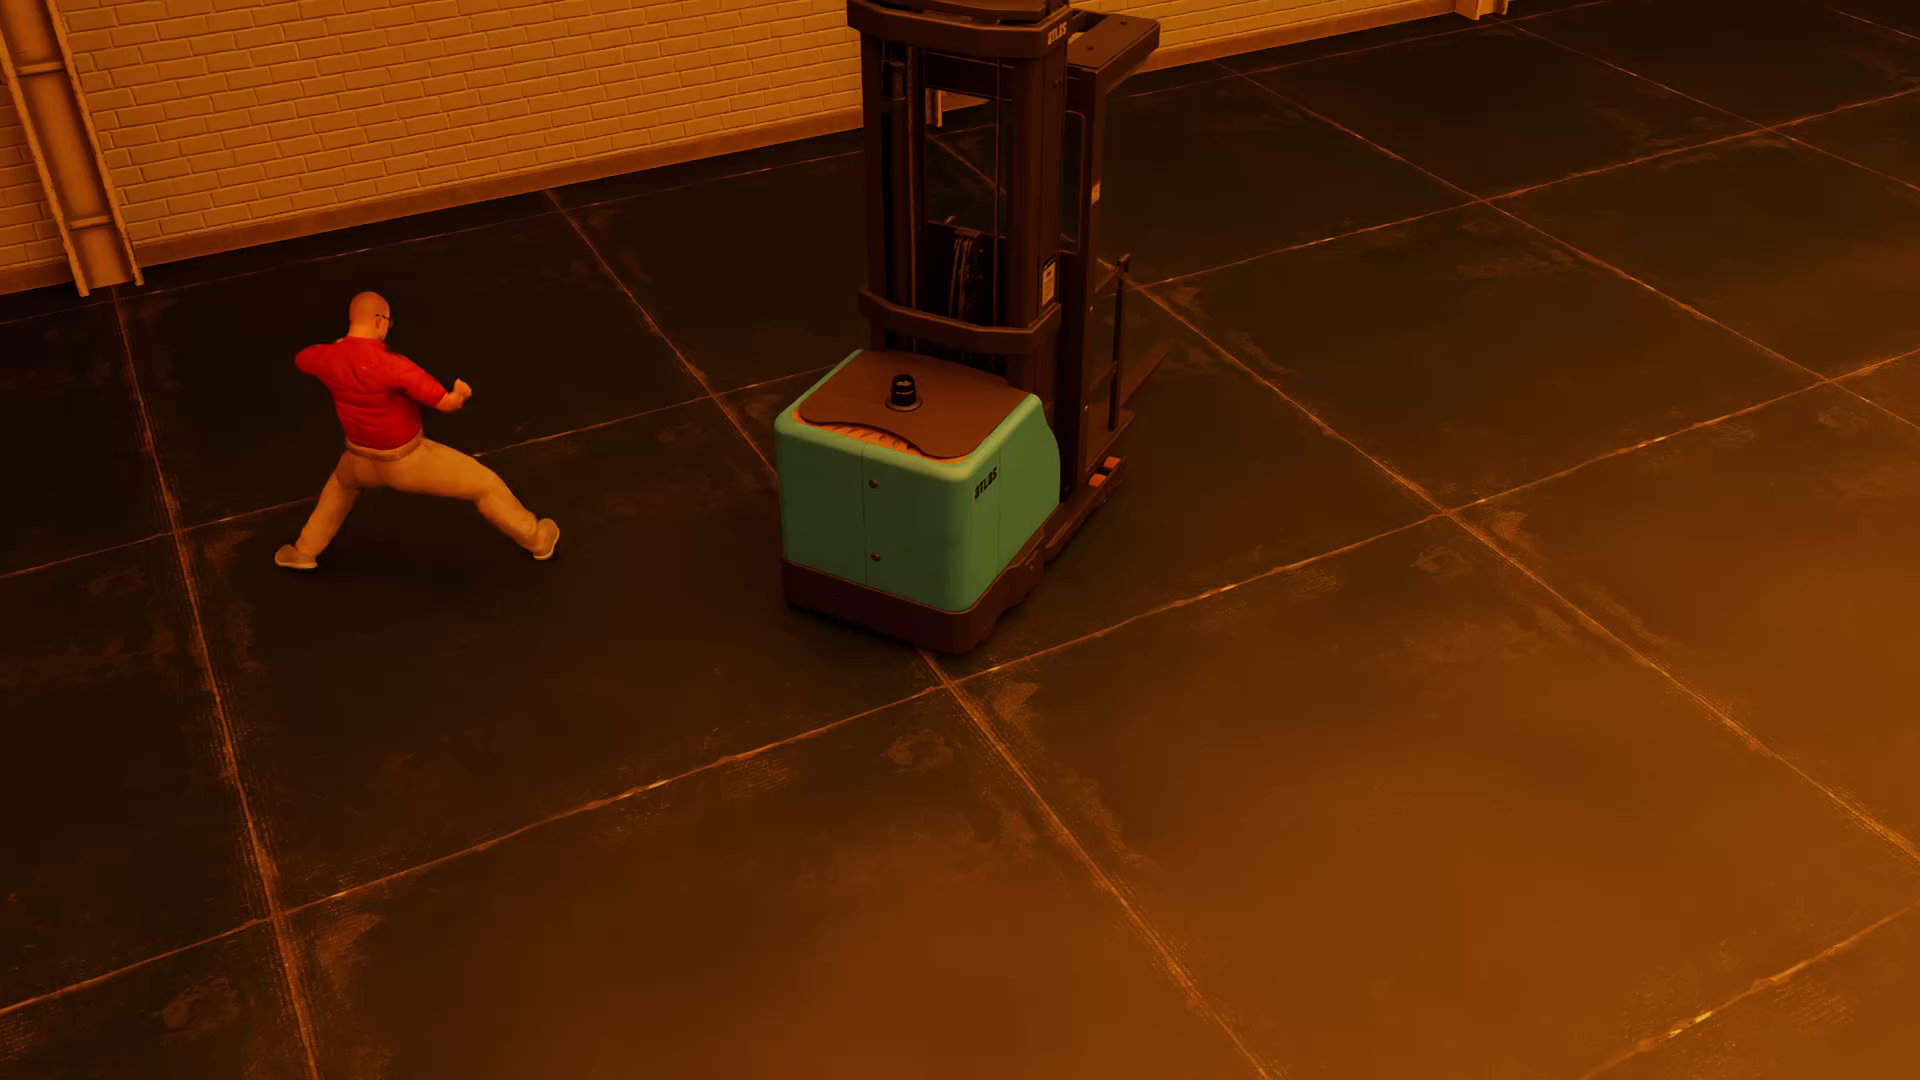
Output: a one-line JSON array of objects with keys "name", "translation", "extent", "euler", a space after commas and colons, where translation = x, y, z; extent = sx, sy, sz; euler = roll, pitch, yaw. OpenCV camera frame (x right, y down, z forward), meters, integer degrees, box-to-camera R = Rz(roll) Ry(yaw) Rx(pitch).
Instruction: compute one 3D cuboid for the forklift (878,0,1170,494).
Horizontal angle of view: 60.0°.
[{"name": "forklift", "translation": [0.287, -1.509, 8.313], "extent": [1.101, 2.867, 2.884], "euler": [17, 39, 22]}]
